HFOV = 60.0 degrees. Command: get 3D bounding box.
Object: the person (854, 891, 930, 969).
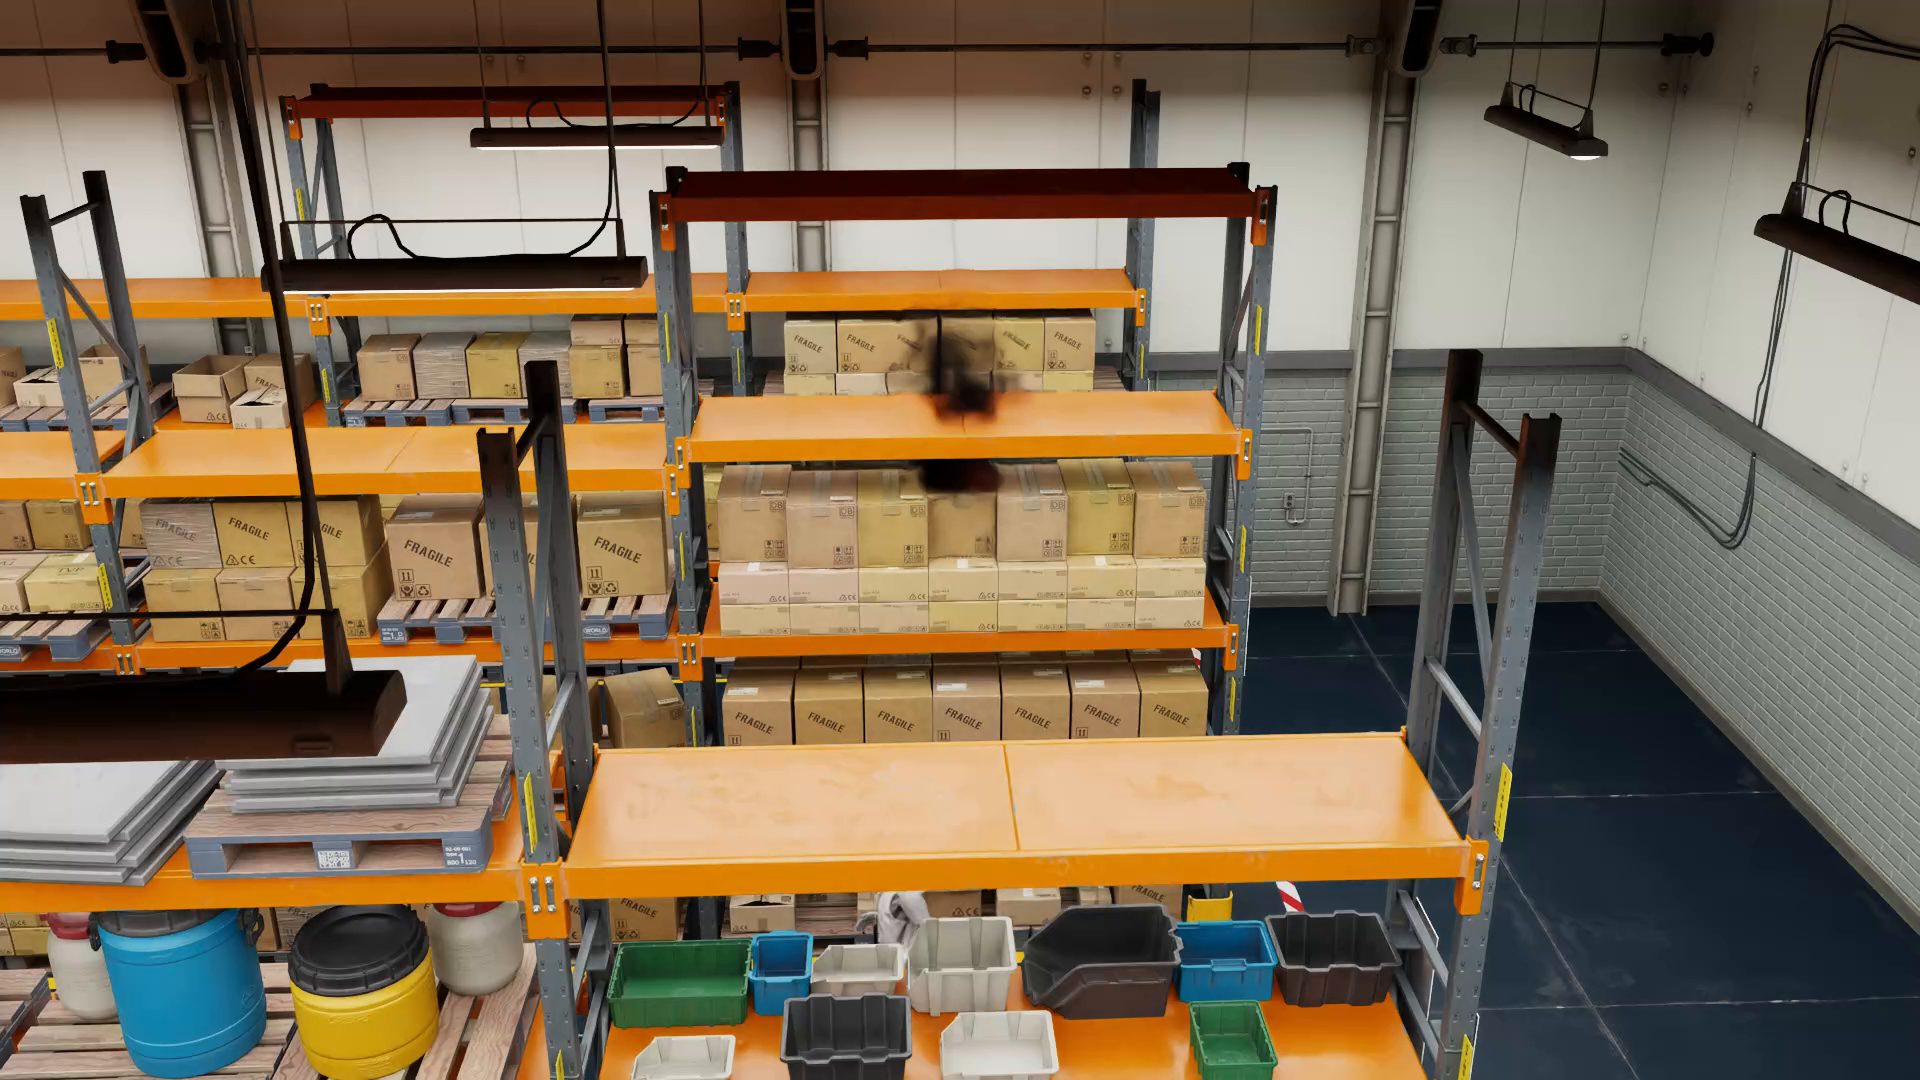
[{"bbox_3d":[-0.420,2.762,11.286,0.579,1.732,0.676,-2,22,-6],"label":"person"}]
